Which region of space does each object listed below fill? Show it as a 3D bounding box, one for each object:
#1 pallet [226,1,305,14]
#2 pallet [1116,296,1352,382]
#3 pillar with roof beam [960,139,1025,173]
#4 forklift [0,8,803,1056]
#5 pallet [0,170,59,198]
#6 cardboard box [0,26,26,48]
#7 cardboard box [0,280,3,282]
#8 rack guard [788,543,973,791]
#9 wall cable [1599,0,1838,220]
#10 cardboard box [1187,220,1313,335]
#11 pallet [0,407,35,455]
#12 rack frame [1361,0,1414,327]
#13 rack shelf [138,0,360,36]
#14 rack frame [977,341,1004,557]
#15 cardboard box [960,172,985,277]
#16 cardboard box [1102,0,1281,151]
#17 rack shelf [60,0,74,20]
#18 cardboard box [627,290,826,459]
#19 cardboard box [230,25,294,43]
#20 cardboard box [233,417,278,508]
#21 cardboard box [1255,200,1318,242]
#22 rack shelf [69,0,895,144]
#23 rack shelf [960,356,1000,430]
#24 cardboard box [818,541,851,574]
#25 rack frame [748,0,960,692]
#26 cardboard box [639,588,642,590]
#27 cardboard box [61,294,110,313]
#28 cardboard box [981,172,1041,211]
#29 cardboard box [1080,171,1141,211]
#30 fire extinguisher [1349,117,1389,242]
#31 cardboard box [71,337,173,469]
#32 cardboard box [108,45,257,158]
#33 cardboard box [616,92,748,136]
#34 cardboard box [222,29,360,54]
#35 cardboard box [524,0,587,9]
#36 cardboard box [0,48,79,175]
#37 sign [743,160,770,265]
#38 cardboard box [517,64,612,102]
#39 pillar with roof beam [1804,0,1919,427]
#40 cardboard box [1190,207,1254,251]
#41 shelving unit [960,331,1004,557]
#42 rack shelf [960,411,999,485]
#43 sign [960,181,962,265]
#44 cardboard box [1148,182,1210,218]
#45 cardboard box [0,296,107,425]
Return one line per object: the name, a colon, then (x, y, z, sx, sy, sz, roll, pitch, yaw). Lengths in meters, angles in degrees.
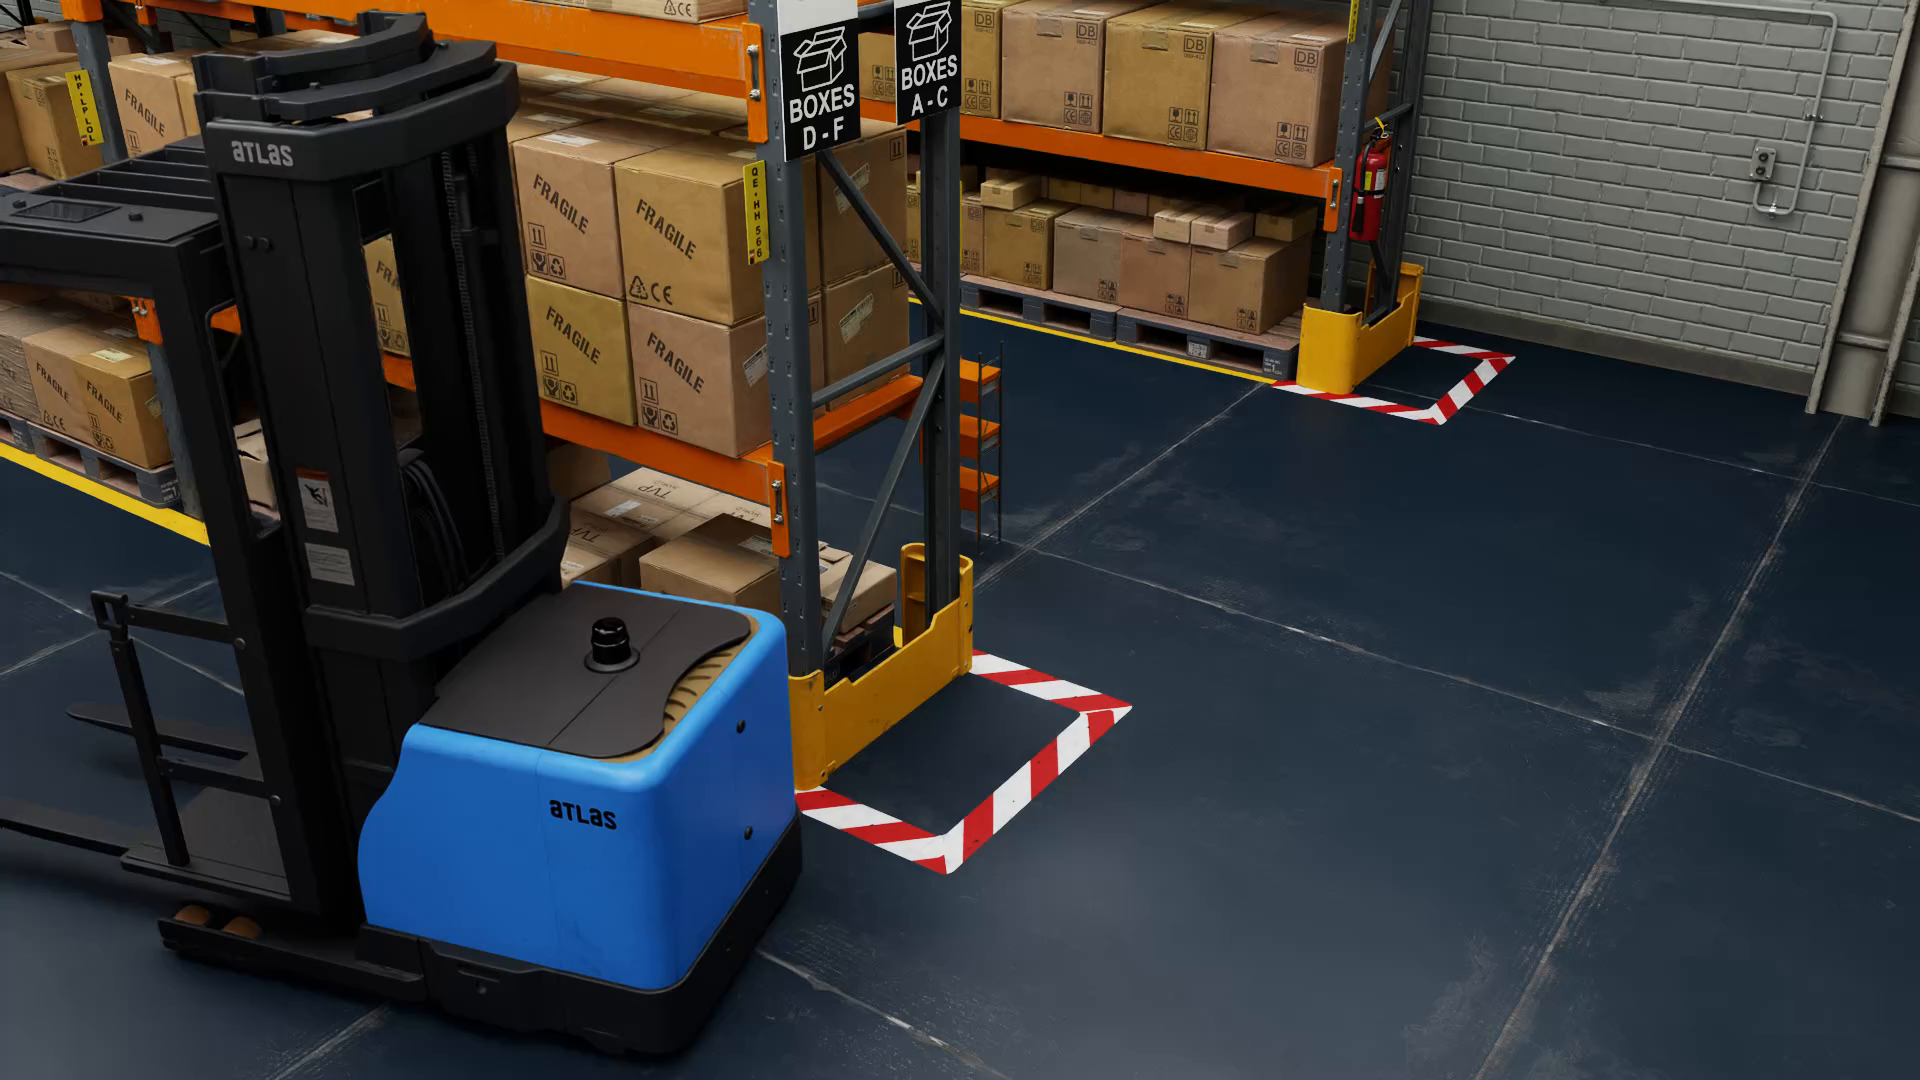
pallet: (-5.778, -4.923, 14.828, 1.213, 0.211, 1.003, 17, 32, 30)
pallet: (1.768, -1.394, 10.757, 1.213, 0.211, 1.003, 17, 32, 30)
pillar with roof beam: (-2.196, -4.696, 7.556, 0.400, 9.000, 9.100, 17, 32, 30)
forklift: (-2.126, -0.112, 5.239, 3.031, 2.935, 1.130, 8, 28, 16)
pallet: (-4.224, -1.796, 8.683, 1.213, 0.211, 1.003, 17, 32, 30)
cardboard box: (-10.198, -5.356, 17.947, 0.500, 0.311, 0.500, 14, 30, 25)
cardboard box: (-5.866, -1.258, 9.685, 0.500, 0.500, 0.500, 17, 31, 30)
rack guard: (-0.393, 0.486, 6.743, 0.348, 0.500, 1.175, 17, 32, 30)
wall cable: (4.062, -2.939, 9.597, 1.851, 1.984, 0.084, 17, 32, 30)
cardboard box: (1.838, -1.677, 10.530, 0.500, 0.500, 0.700, 17, 32, 30)
pallet: (-5.329, -0.900, 9.787, 1.213, 0.211, 1.003, 17, 32, 30)
rack frame: (2.469, -2.460, 9.777, 0.053, 2.616, 0.949, 17, 32, 30)
rack shelf: (-5.772, -4.708, 14.988, 4.000, 0.370, 1.077, 17, 32, 30)
rack frame: (0.145, -0.423, 7.923, 0.008, 1.050, 0.200, 17, 32, 30)
cardboard box: (0.145, -2.201, 11.560, 0.500, 0.500, 0.700, 17, 32, 30)
cardboard box: (1.439, -2.905, 10.320, 0.700, 0.700, 0.980, 17, 32, 30)
rack shelf: (-5.276, -3.165, 8.648, 4.000, 0.370, 1.077, 17, 32, 30)
cardboard box: (-0.853, -0.666, 6.141, 0.500, 0.500, 0.500, 18, 32, 32)
cardboard box: (-6.439, -4.664, 15.552, 0.500, 0.250, 0.500, 17, 31, 29)
cardboard box: (-3.404, -0.445, 8.296, 0.500, 0.311, 0.500, 17, 32, 30)
cardboard box: (2.054, -2.008, 10.467, 0.250, 0.149, 0.380, 18, 32, 31)
rack shelf: (-1.979, -2.138, 6.630, 4.000, 0.370, 1.077, 17, 32, 30)
rack shelf: (0.044, -0.698, 7.861, 0.240, 0.259, 0.215, 17, 32, 30)
cardboard box: (-0.687, 0.158, 7.271, 0.250, 0.166, 0.380, 17, 32, 30)
rack frame: (-0.330, -0.608, 6.138, 0.127, 3.000, 1.000, 17, 32, 30)
cardboard box: (-1.201, 0.273, 7.045, 0.250, 0.166, 0.380, 17, 32, 30)
cardboard box: (-4.742, -1.197, 9.565, 0.500, 0.500, 0.500, 18, 32, 31)
cardboard box: (0.342, -2.330, 11.099, 0.250, 0.149, 0.380, 16, 31, 29)
cardboard box: (1.008, -2.333, 11.106, 0.250, 0.149, 0.380, 18, 32, 31)
fire extinguisher: (2.334, -2.049, 9.466, 0.183, 0.674, 0.296, 17, 32, 30)
cardboard box: (-4.196, -0.737, 8.662, 0.500, 0.500, 0.500, 17, 32, 30)
cardboard box: (-3.398, -1.899, 7.462, 0.500, 0.500, 0.500, 18, 32, 32)
cardboard box: (-0.982, -1.442, 6.564, 0.500, 0.500, 0.500, 18, 32, 31)
cardboard box: (-3.064, -2.093, 7.842, 0.500, 0.500, 0.500, 17, 32, 31)
cardboard box: (-1.309, -2.044, 5.818, 0.500, 0.250, 0.500, 17, 32, 30)
cardboard box: (-5.119, -2.298, 8.885, 0.500, 0.500, 0.700, 9, 28, 18)
sign: (-0.661, -1.063, 5.406, 0.005, 0.325, 0.100, 17, 32, 30)
cardboard box: (-1.811, -1.703, 7.076, 0.500, 0.500, 0.500, 17, 32, 30)
pillar with roof beam: (2.749, -3.155, 4.529, 0.400, 9.000, 9.100, 17, 32, 30)
cardboard box: (1.629, -1.931, 10.314, 0.250, 0.149, 0.380, 17, 31, 30)
shelving unit: (0.044, -0.454, 7.985, 0.252, 1.050, 0.215, 17, 32, 30)
rack shelf: (0.044, -0.445, 7.990, 0.240, 0.259, 0.215, 17, 32, 30)
sign: (-0.023, -1.197, 6.340, 0.005, 0.325, 0.100, 17, 32, 30)
cardboard box: (1.430, -2.203, 10.849, 0.250, 0.149, 0.380, 18, 32, 31)
cardboard box: (-5.012, -0.996, 9.171, 0.500, 0.500, 0.500, 18, 32, 31)
